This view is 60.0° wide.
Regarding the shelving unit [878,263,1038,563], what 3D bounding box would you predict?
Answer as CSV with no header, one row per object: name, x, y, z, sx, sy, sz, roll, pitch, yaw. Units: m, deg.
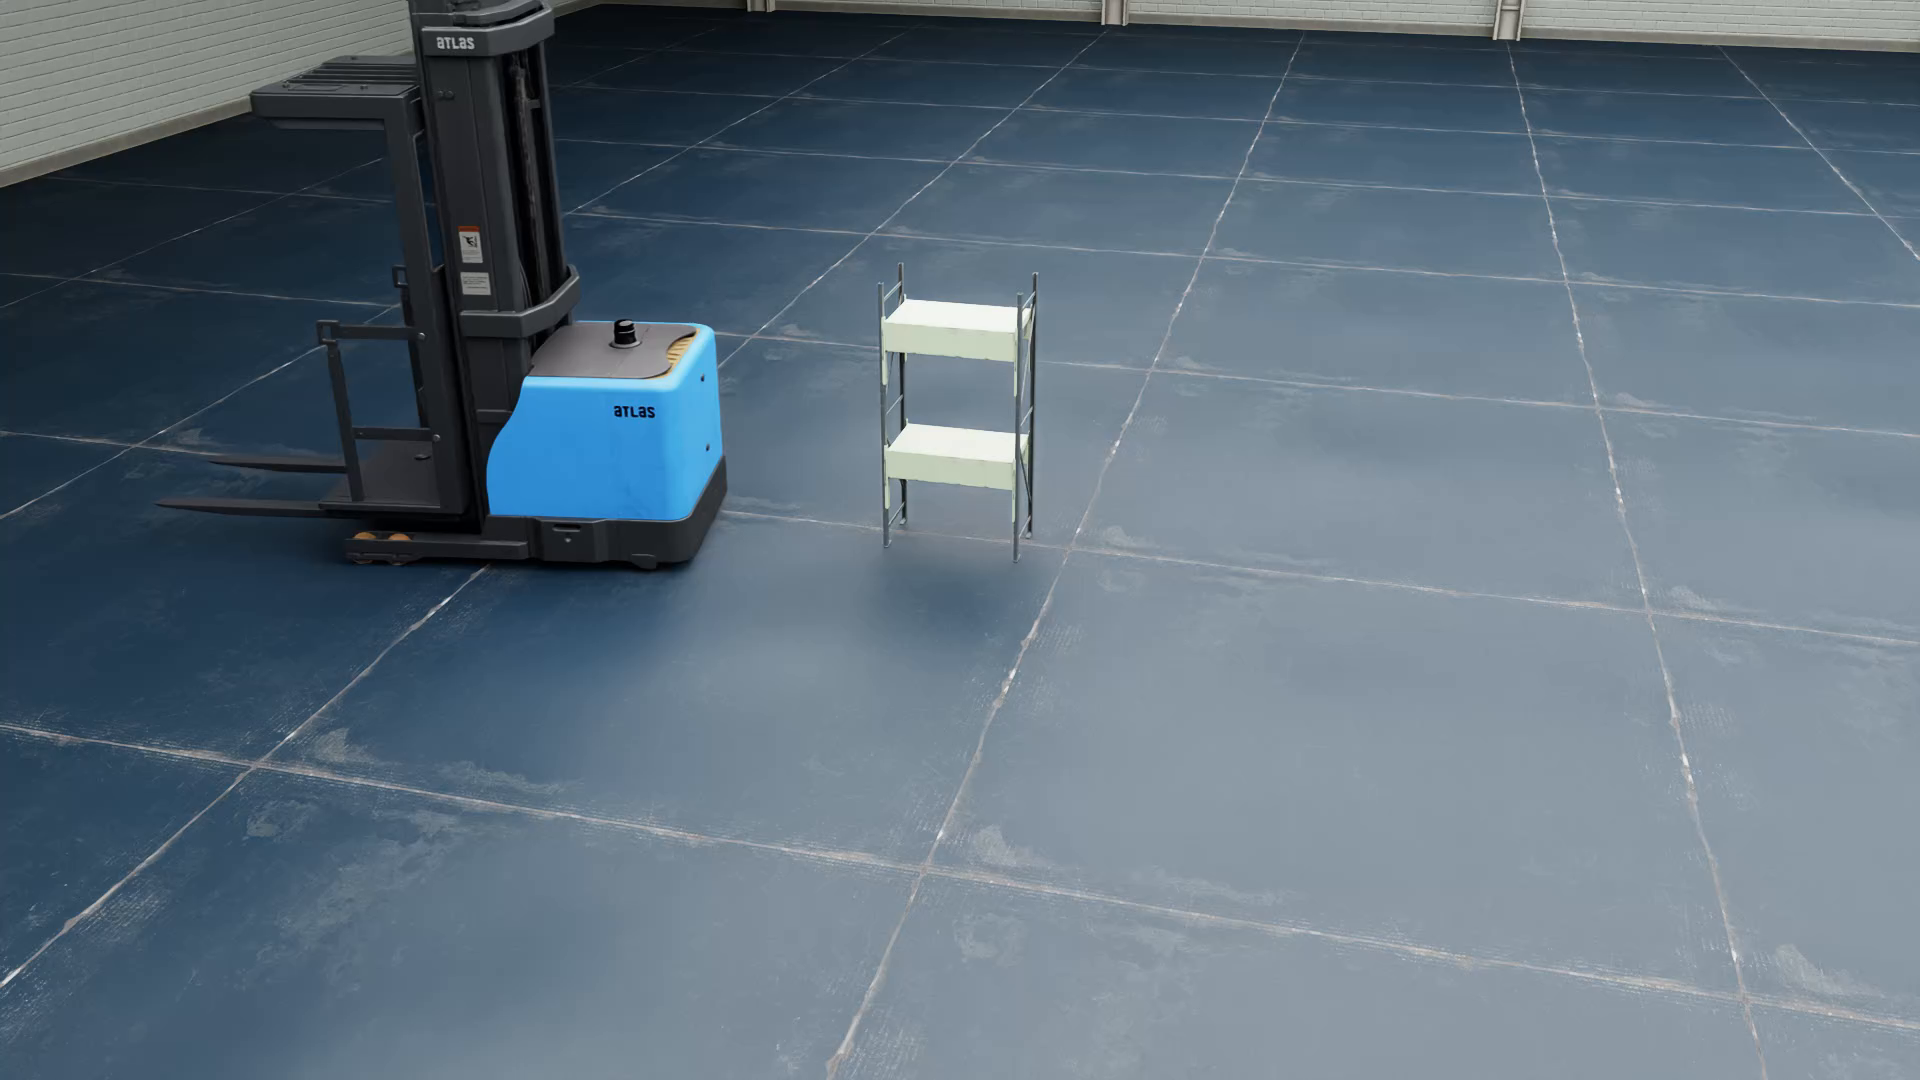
shelving unit,-0.006,-0.678,8.929,0.755,1.500,0.431,6,26,13

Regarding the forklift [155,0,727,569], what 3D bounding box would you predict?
forklift,-2.898,-1.411,8.805,3.031,2.935,1.130,2,26,4

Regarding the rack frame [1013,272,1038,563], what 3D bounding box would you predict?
rack frame,0.348,-0.639,8.847,0.023,1.500,0.400,6,26,13

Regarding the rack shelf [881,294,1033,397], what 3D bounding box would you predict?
rack shelf,-0.006,-1.030,8.761,0.720,0.370,0.431,6,26,13

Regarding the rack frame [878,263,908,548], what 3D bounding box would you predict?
rack frame,-0.361,-0.717,9.011,0.023,1.500,0.400,6,26,13

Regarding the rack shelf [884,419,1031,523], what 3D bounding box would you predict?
rack shelf,-0.006,-0.384,9.069,0.720,0.370,0.431,6,26,13

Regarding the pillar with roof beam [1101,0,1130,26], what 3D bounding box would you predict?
pillar with roof beam,1.405,-10.529,20.896,0.400,9.000,9.100,6,26,13

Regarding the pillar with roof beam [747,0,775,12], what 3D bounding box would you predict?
pillar with roof beam,-4.406,-11.171,22.246,0.400,9.000,9.100,6,26,13

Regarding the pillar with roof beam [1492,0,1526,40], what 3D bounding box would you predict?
pillar with roof beam,7.216,-9.886,19.547,0.400,9.000,9.100,6,26,13
